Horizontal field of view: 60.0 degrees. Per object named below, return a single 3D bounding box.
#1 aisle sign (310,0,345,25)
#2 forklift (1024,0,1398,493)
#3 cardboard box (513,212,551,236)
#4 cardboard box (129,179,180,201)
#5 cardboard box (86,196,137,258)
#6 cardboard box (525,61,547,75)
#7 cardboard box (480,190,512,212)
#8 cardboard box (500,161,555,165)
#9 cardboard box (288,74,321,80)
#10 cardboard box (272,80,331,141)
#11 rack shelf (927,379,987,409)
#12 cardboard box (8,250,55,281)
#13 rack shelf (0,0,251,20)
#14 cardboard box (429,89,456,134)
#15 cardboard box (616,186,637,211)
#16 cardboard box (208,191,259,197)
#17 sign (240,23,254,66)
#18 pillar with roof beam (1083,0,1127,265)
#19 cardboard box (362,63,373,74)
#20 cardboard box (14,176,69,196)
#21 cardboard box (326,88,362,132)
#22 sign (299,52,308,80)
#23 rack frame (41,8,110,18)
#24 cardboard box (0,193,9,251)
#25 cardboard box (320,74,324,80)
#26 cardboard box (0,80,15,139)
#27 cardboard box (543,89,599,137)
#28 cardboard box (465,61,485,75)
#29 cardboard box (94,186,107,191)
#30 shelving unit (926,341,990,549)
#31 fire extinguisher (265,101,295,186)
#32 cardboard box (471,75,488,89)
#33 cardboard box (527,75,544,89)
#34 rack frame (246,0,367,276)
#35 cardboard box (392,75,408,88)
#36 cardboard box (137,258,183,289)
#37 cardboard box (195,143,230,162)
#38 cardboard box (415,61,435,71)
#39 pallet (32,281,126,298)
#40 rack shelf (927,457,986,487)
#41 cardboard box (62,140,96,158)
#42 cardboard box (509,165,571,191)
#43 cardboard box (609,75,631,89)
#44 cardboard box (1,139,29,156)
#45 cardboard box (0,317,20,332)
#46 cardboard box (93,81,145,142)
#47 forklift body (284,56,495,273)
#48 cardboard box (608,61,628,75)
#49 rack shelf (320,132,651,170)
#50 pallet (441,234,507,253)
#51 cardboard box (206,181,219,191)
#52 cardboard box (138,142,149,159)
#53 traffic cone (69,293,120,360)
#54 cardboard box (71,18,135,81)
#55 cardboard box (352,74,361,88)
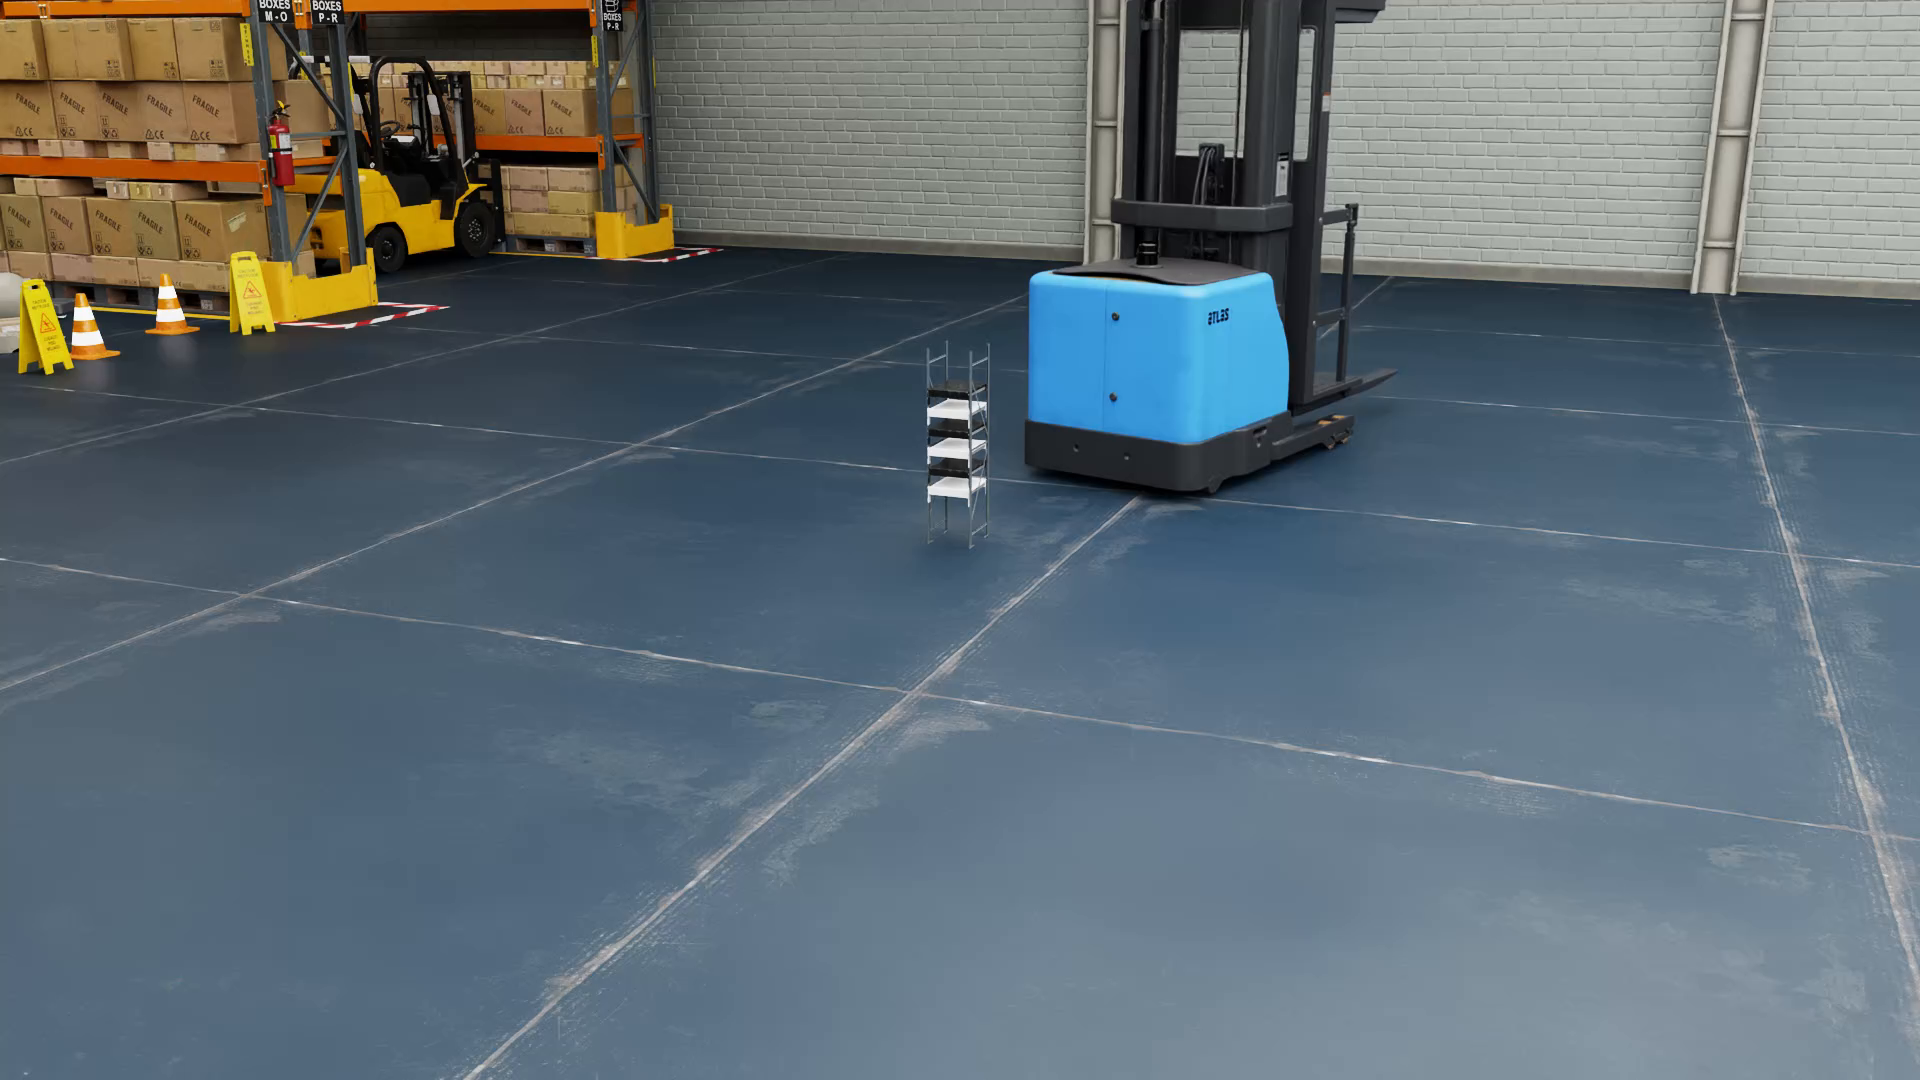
[{"bbox_3d":[-5.353,-4.749,13.990,0.004,0.787,0.394,6,17,21],"label":"aisle sign"},{"bbox_3d":[1.624,-1.993,9.283,1.130,2.935,3.031,12,20,35],"label":"forklift"},{"bbox_3d":[-4.719,-3.615,18.925,0.500,0.250,0.500,6,17,21],"label":"cardboard box"},{"bbox_3d":[-6.964,-3.041,14.438,0.250,0.149,0.380,7,17,22],"label":"cardboard box"},{"bbox_3d":[-7.319,-2.789,14.732,0.500,0.500,0.500,6,17,19],"label":"cardboard box"},{"bbox_3d":[-4.611,-5.236,18.453,0.250,0.149,0.380,7,17,22],"label":"cardboard box"},{"bbox_3d":[-5.225,-3.906,19.030,0.500,0.250,0.500,6,17,19],"label":"cardboard box"},{"bbox_3d":[-5.012,-4.278,19.416,0.500,0.250,0.500,6,17,20],"label":"cardboard box"},{"bbox_3d":[-7.827,-5.461,19.761,0.250,0.149,0.380,7,18,23],"label":"cardboard box"},{"bbox_3d":[-5.863,-3.738,14.457,0.500,0.500,0.500,6,17,20],"label":"cardboard box"},{"bbox_3d":[-0.008,-0.660,7.485,0.200,0.077,0.258,6,17,21],"label":"rack shelf"},{"bbox_3d":[-8.295,-2.535,15.205,0.500,0.250,0.500,7,18,24],"label":"cardboard box"},{"bbox_3d":[-7.385,-4.727,14.485,4.000,0.370,1.077,6,17,21],"label":"rack shelf"},{"bbox_3d":[-5.688,-4.901,18.997,0.500,0.500,0.500,6,17,21],"label":"cardboard box"},{"bbox_3d":[-4.068,-3.938,19.140,0.500,0.250,0.500,7,17,22],"label":"cardboard box"},{"bbox_3d":[-6.684,-2.877,15.038,0.500,0.500,0.500,6,17,19],"label":"cardboard box"},{"bbox_3d":[-5.747,-3.993,13.404,0.005,0.325,0.100,6,17,21],"label":"sign"},{"bbox_3d":[-0.022,-6.170,12.788,0.400,9.000,9.100,6,17,21],"label":"pillar with roof beam"},{"bbox_3d":[-6.723,-5.490,19.327,0.250,0.149,0.380,6,17,20],"label":"cardboard box"},{"bbox_3d":[-8.223,-3.178,14.911,0.250,0.149,0.380,7,18,23],"label":"cardboard box"},{"bbox_3d":[-7.111,-5.059,19.539,0.500,0.500,0.500,6,17,19],"label":"cardboard box"},{"bbox_3d":[-7.618,-5.500,19.304,0.005,0.325,0.100,6,17,21],"label":"sign"},{"bbox_3d":[-11.149,-5.533,21.352,0.127,3.000,1.000,6,17,21],"label":"rack frame"},{"bbox_3d":[-8.796,-2.947,15.278,0.500,0.500,0.500,7,18,23],"label":"cardboard box"},{"bbox_3d":[-7.676,-5.575,20.154,0.250,0.149,0.380,6,17,19],"label":"cardboard box"},{"bbox_3d":[-8.463,-3.864,14.892,0.500,0.500,0.500,6,17,20],"label":"cardboard box"},{"bbox_3d":[-4.261,-4.745,18.458,0.500,0.500,0.500,6,17,19],"label":"cardboard box"},{"bbox_3d":[-5.341,-5.304,18.686,0.250,0.149,0.380,7,17,22],"label":"cardboard box"},{"bbox_3d":[-8.123,-3.035,15.581,0.500,0.500,0.500,7,17,22],"label":"cardboard box"},{"bbox_3d":[-0.008,-0.433,7.551,0.210,0.900,0.258,6,17,21],"label":"shelving unit"},{"bbox_3d":[-5.587,-3.259,13.657,0.183,0.674,0.296,6,17,21],"label":"fire extinguisher"},{"bbox_3d":[-5.334,-5.162,18.731,0.250,0.149,0.380,6,17,21],"label":"cardboard box"},{"bbox_3d":[-4.599,-5.098,18.511,0.250,0.149,0.380,7,17,22],"label":"cardboard box"},{"bbox_3d":[-5.524,-3.427,14.098,0.127,3.000,1.000,6,17,21],"label":"rack frame"},{"bbox_3d":[-6.288,-5.265,19.088,0.250,0.149,0.380,6,17,20],"label":"cardboard box"},{"bbox_3d":[-6.854,-2.376,14.657,0.500,0.250,0.500,6,17,21],"label":"cardboard box"},{"bbox_3d":[-6.227,-3.286,14.064,0.250,0.149,0.380,6,17,20],"label":"cardboard box"},{"bbox_3d":[-6.012,-5.405,19.037,0.250,0.149,0.380,6,17,20],"label":"cardboard box"},{"bbox_3d":[-8.608,-2.437,15.691,1.213,0.211,1.003,6,17,21],"label":"pallet"},{"bbox_3d":[-0.008,-0.315,7.585,0.200,0.077,0.258,6,17,21],"label":"rack shelf"},{"bbox_3d":[-7.639,-3.448,14.622,0.250,0.149,0.380,6,17,20],"label":"cardboard box"},{"bbox_3d":[-4.727,-4.093,18.777,0.500,0.250,0.500,7,17,22],"label":"cardboard box"},{"bbox_3d":[-3.927,-5.176,18.780,0.250,0.149,0.380,6,17,19],"label":"cardboard box"},{"bbox_3d":[-8.340,-3.534,14.917,0.250,0.149,0.380,7,18,22],"label":"cardboard box"},{"bbox_3d":[-7.484,-1.668,13.152,0.380,0.149,0.250,-12,20,-37],"label":"cardboard box"},{"bbox_3d":[-7.059,-3.706,14.347,0.500,0.500,0.500,6,17,20],"label":"cardboard box"},{"bbox_3d":[-6.140,-4.028,17.690,1.214,2.155,2.313,6,17,21],"label":"forklift body"},{"bbox_3d":[-3.941,-5.307,18.697,0.250,0.149,0.380,6,17,20],"label":"cardboard box"},{"bbox_3d":[-5.567,-4.574,19.339,4.000,0.370,1.077,6,17,21],"label":"rack shelf"},{"bbox_3d":[-5.564,-3.568,19.586,1.213,0.211,1.003,6,17,21],"label":"pallet"},{"bbox_3d":[-9.336,-4.393,20.933,0.625,0.625,0.875,6,17,18],"label":"cardboard box"},{"bbox_3d":[-6.895,-3.399,14.453,0.250,0.149,0.380,7,17,21],"label":"cardboard box"},{"bbox_3d":[-6.489,-1.595,12.339,0.334,0.463,0.336,6,17,21],"label":"traffic cone"},{"bbox_3d":[-7.060,-4.173,14.161,0.500,0.500,0.700,6,17,20],"label":"cardboard box"},{"bbox_3d":[-6.986,-5.356,19.401,0.250,0.149,0.380,7,17,22],"label":"cardboard box"}]
